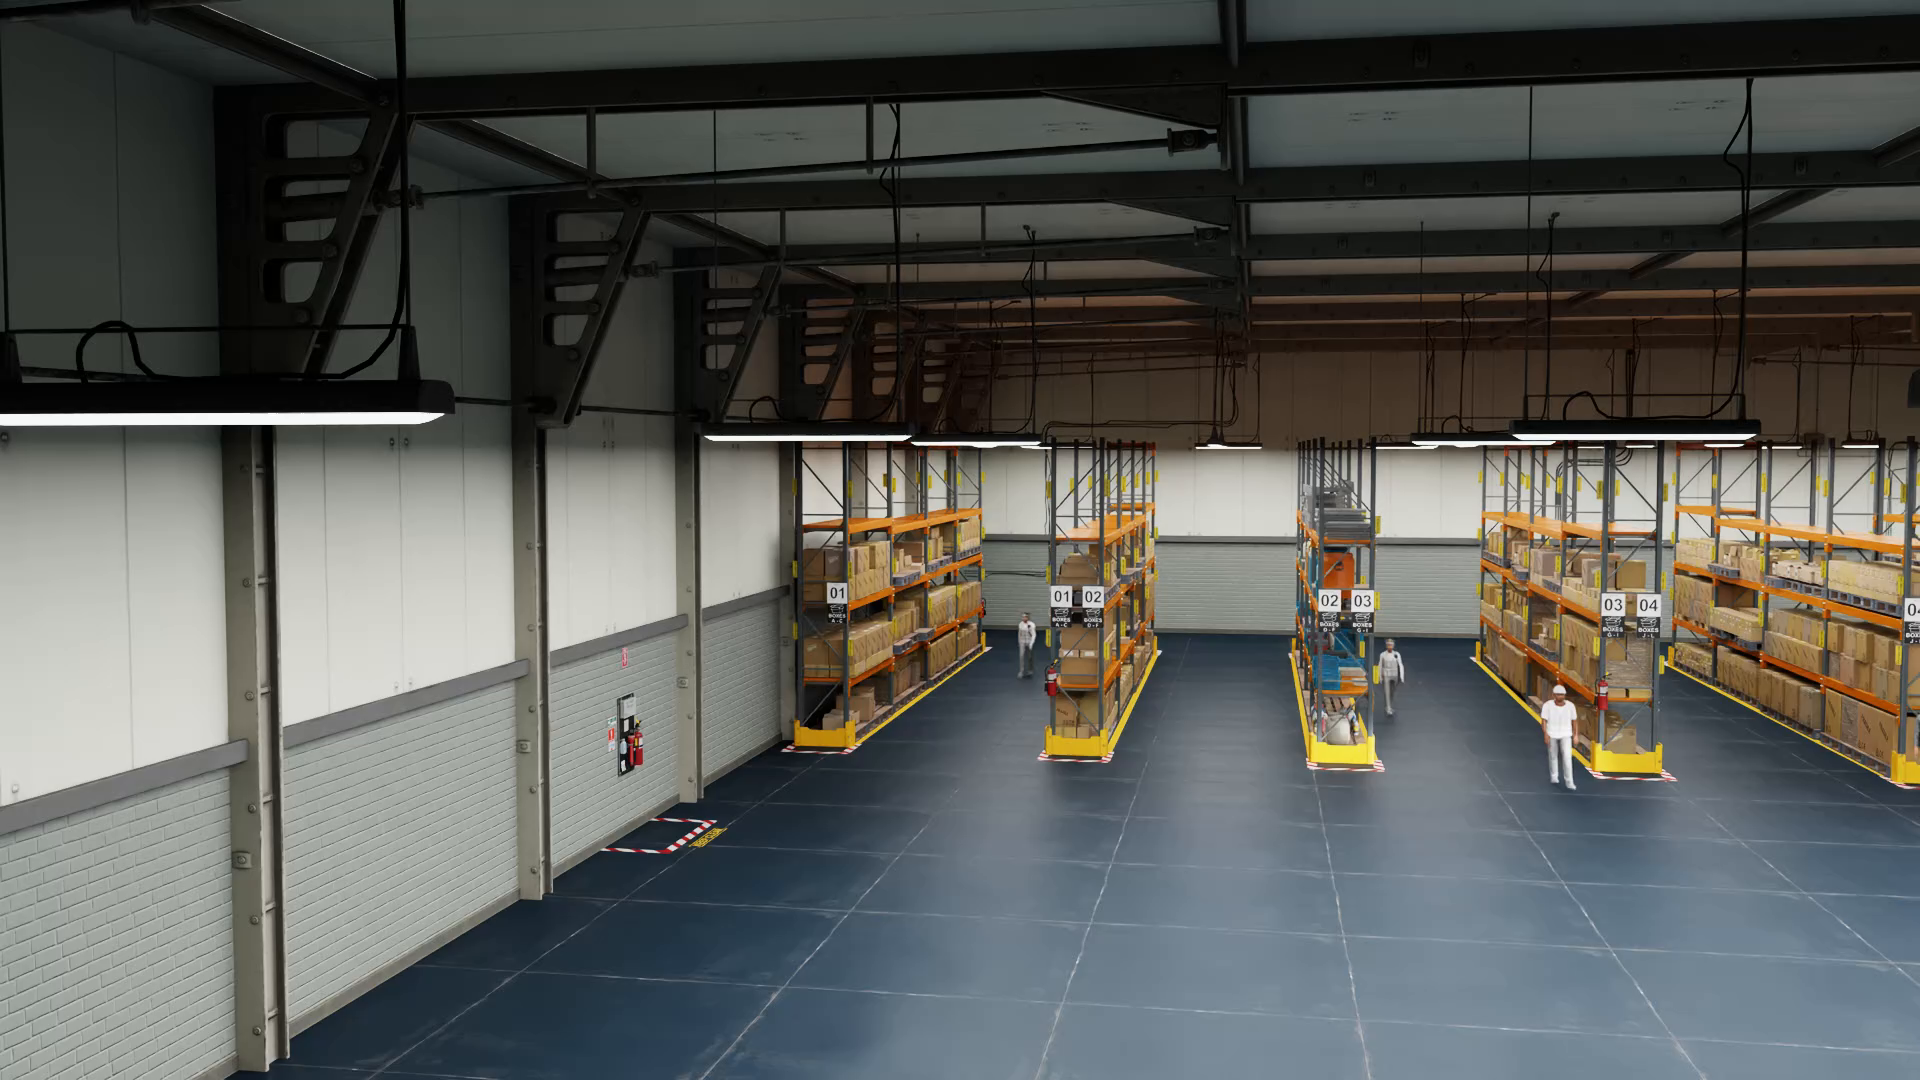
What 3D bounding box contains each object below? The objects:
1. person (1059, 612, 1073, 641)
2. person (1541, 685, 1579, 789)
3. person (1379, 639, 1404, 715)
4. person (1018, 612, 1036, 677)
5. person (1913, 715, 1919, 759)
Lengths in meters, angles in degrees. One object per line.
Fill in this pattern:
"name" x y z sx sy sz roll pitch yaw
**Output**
"person" 3.264 2.239 48.981 0.619 1.763 0.577 2 3 28
"person" 10.214 3.331 28.304 0.616 1.716 0.967 1 3 18
"person" 9.381 2.969 36.129 0.512 1.631 0.950 0 3 4
"person" 1.686 2.641 42.290 0.505 1.646 0.868 1 3 18
"person" 15.800 3.430 27.029 0.864 1.699 0.562 -2 4 -32
